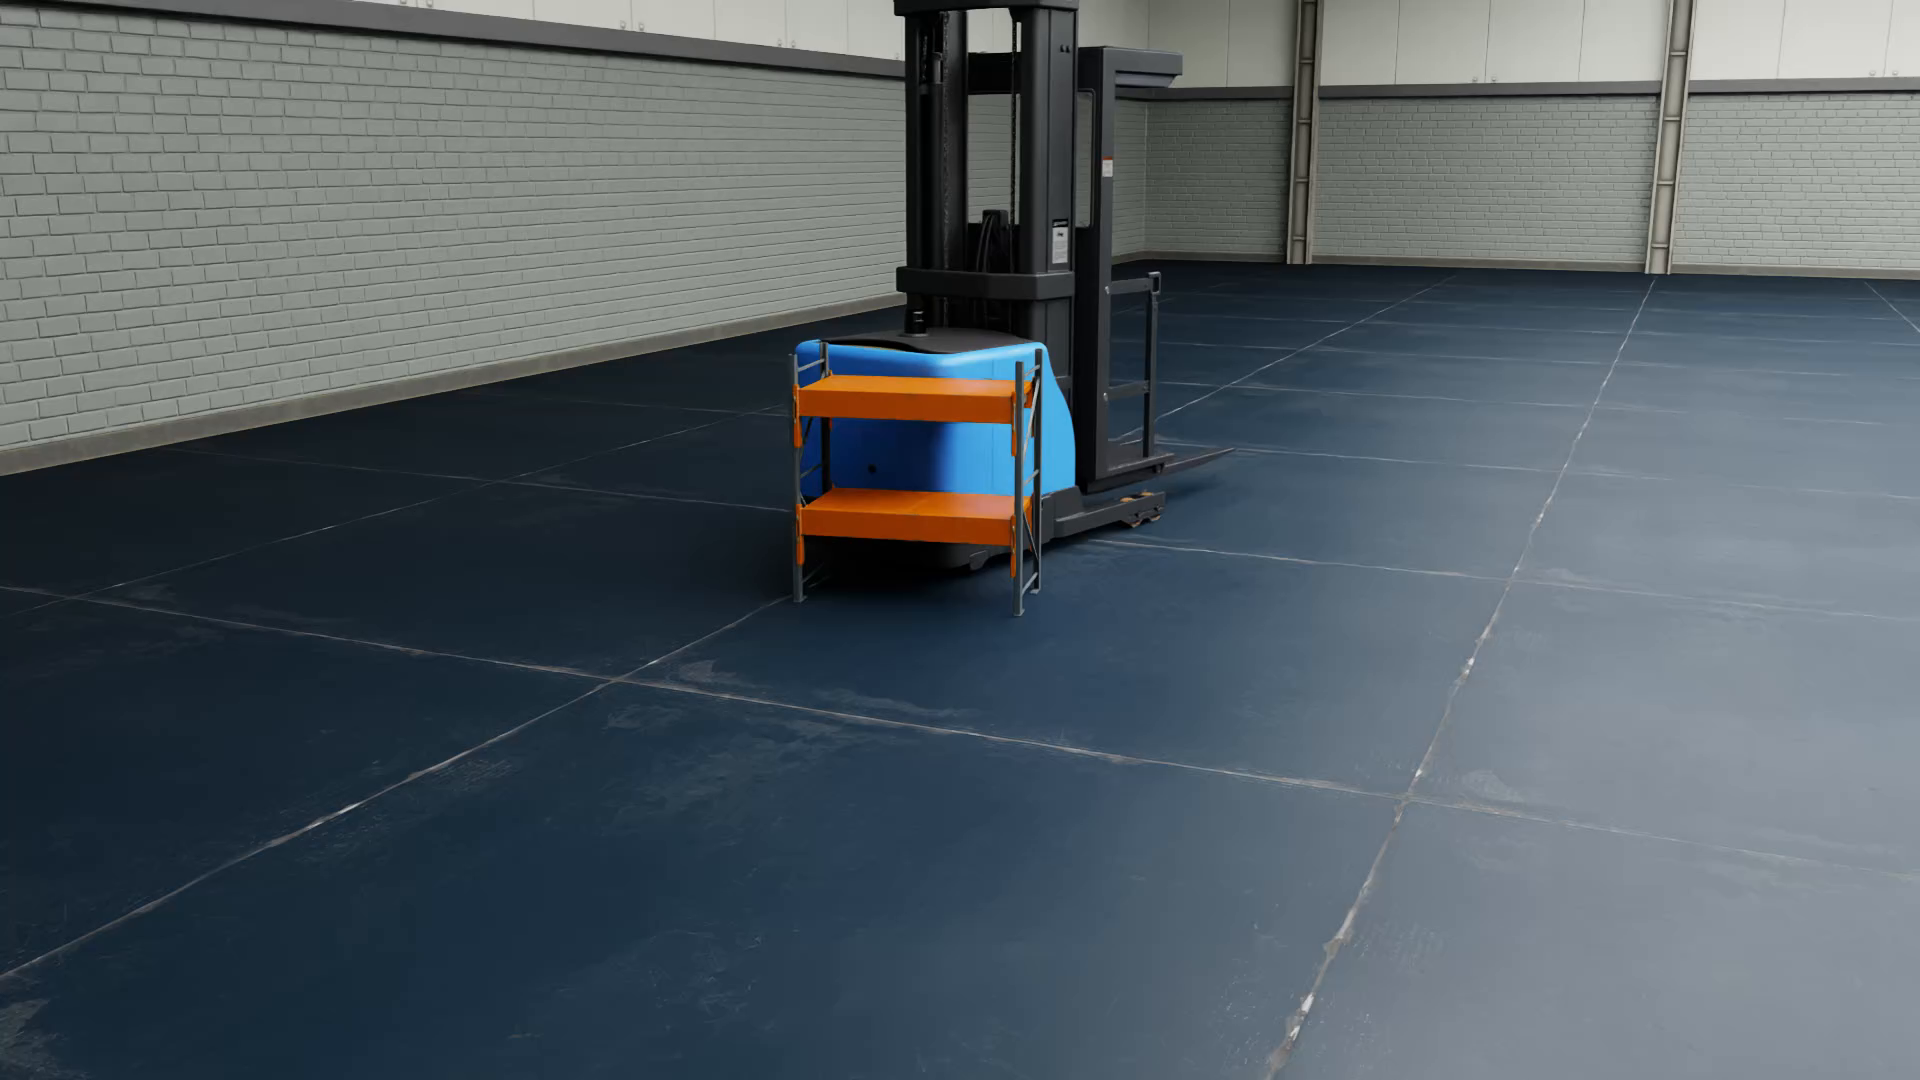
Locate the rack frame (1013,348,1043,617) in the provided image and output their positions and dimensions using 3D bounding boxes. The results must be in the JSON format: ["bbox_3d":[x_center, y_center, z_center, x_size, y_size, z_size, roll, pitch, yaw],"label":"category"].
[{"bbox_3d":[0.306,-0.266,7.425,0.032,1.125,0.500,3,14,13],"label":"rack frame"}]

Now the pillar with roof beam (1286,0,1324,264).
[{"bbox_3d":[4.382,-8.477,25.182,0.400,9.000,9.100,6,14,23],"label":"pillar with roof beam"}]

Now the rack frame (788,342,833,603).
[{"bbox_3d":[-0.685,-0.318,7.648,0.032,1.125,0.500,3,14,13],"label":"rack frame"}]

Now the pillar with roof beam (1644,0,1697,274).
[{"bbox_3d":[9.868,-7.922,22.816,0.400,9.000,9.100,6,14,23],"label":"pillar with roof beam"}]

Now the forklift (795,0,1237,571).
[{"bbox_3d":[0.483,-1.557,8.974,1.130,2.935,3.031,11,17,38],"label":"forklift"}]

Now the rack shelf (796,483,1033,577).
[{"bbox_3d":[-0.189,-0.054,7.593,1.000,0.278,0.538,3,14,13],"label":"rack shelf"}]

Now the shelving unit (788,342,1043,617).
[{"bbox_3d":[-0.189,-0.292,7.537,1.048,1.125,0.538,3,14,13],"label":"shelving unit"}]

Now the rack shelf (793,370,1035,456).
[{"bbox_3d":[-0.189,-0.577,7.470,1.000,0.278,0.538,3,14,13],"label":"rack shelf"}]
